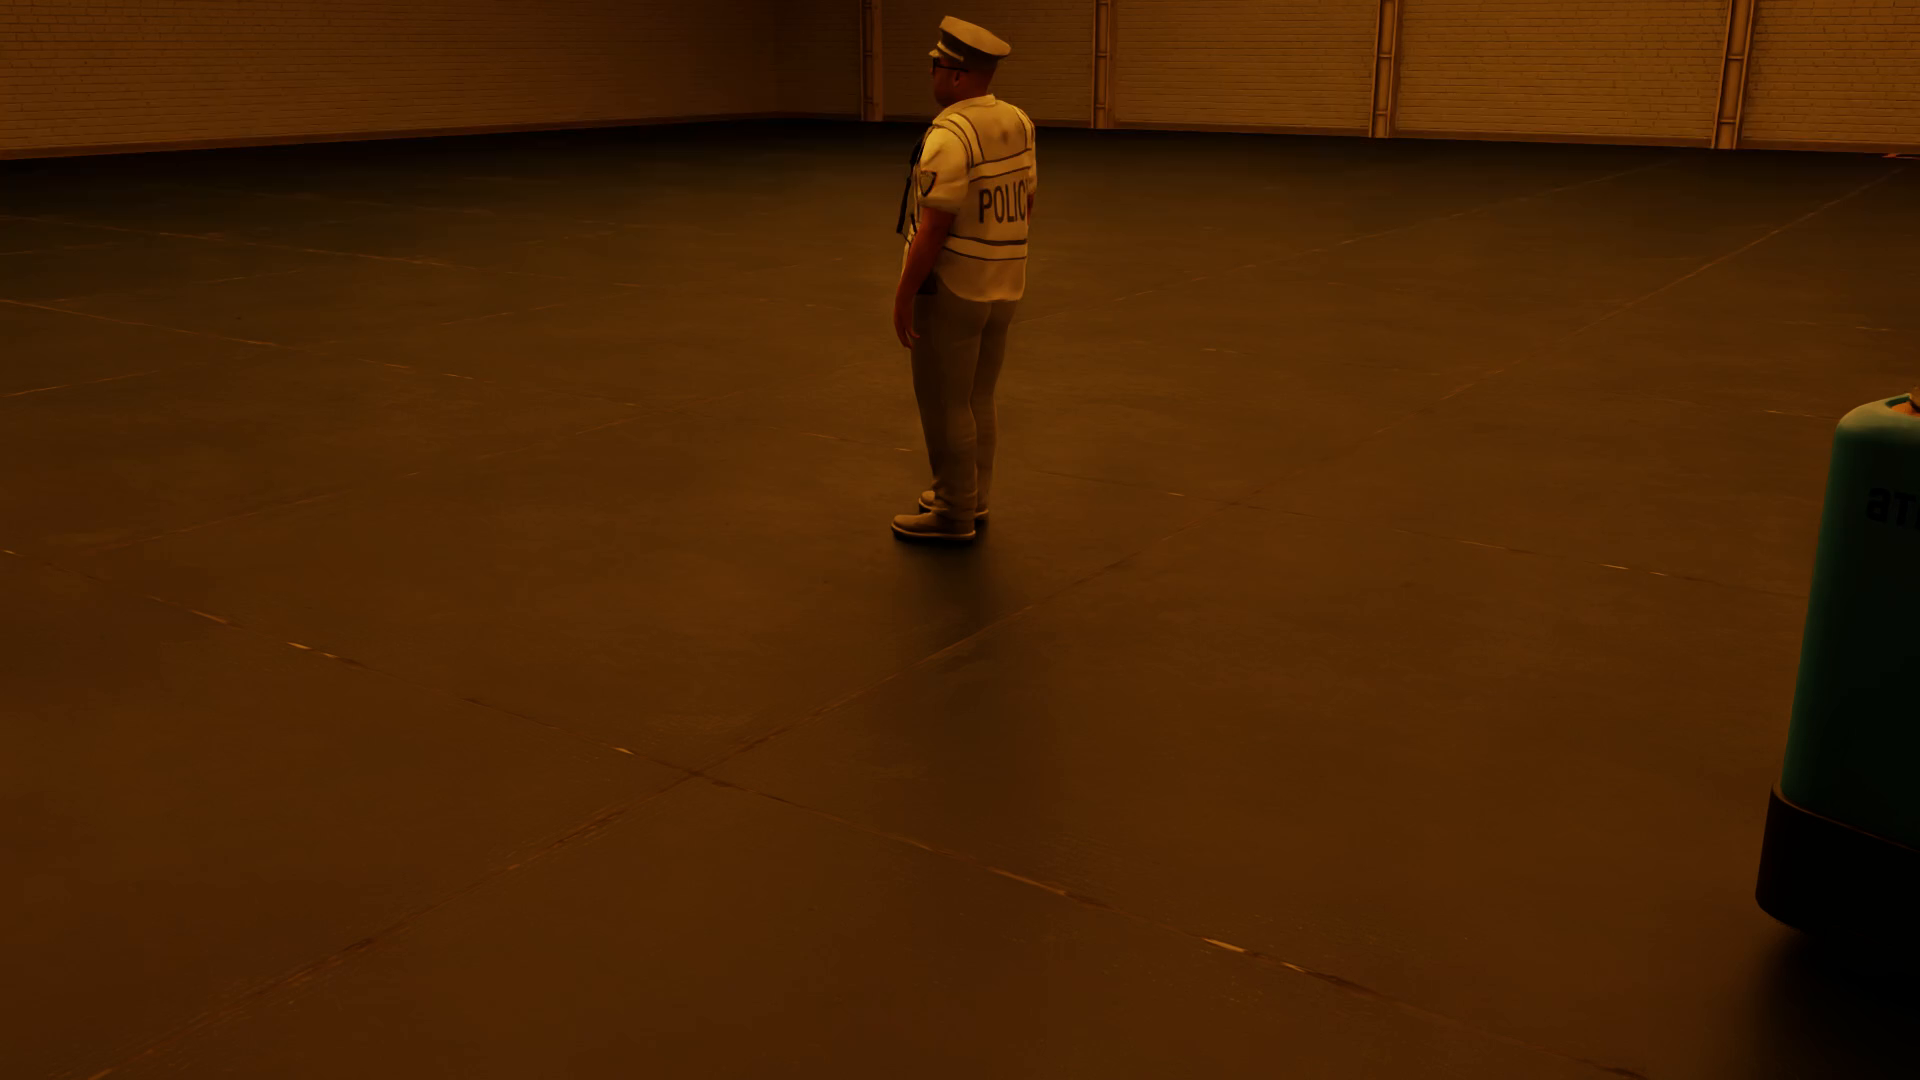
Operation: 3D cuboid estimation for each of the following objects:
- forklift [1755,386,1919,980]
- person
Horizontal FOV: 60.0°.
[{"bbox_3d":[2.855,-0.357,2.027,1.130,2.935,3.031,-12,20,-35],"label":"forklift"},{"bbox_3d":[-0.058,-0.875,5.743,0.574,1.778,0.641,11,20,33],"label":"person"}]
